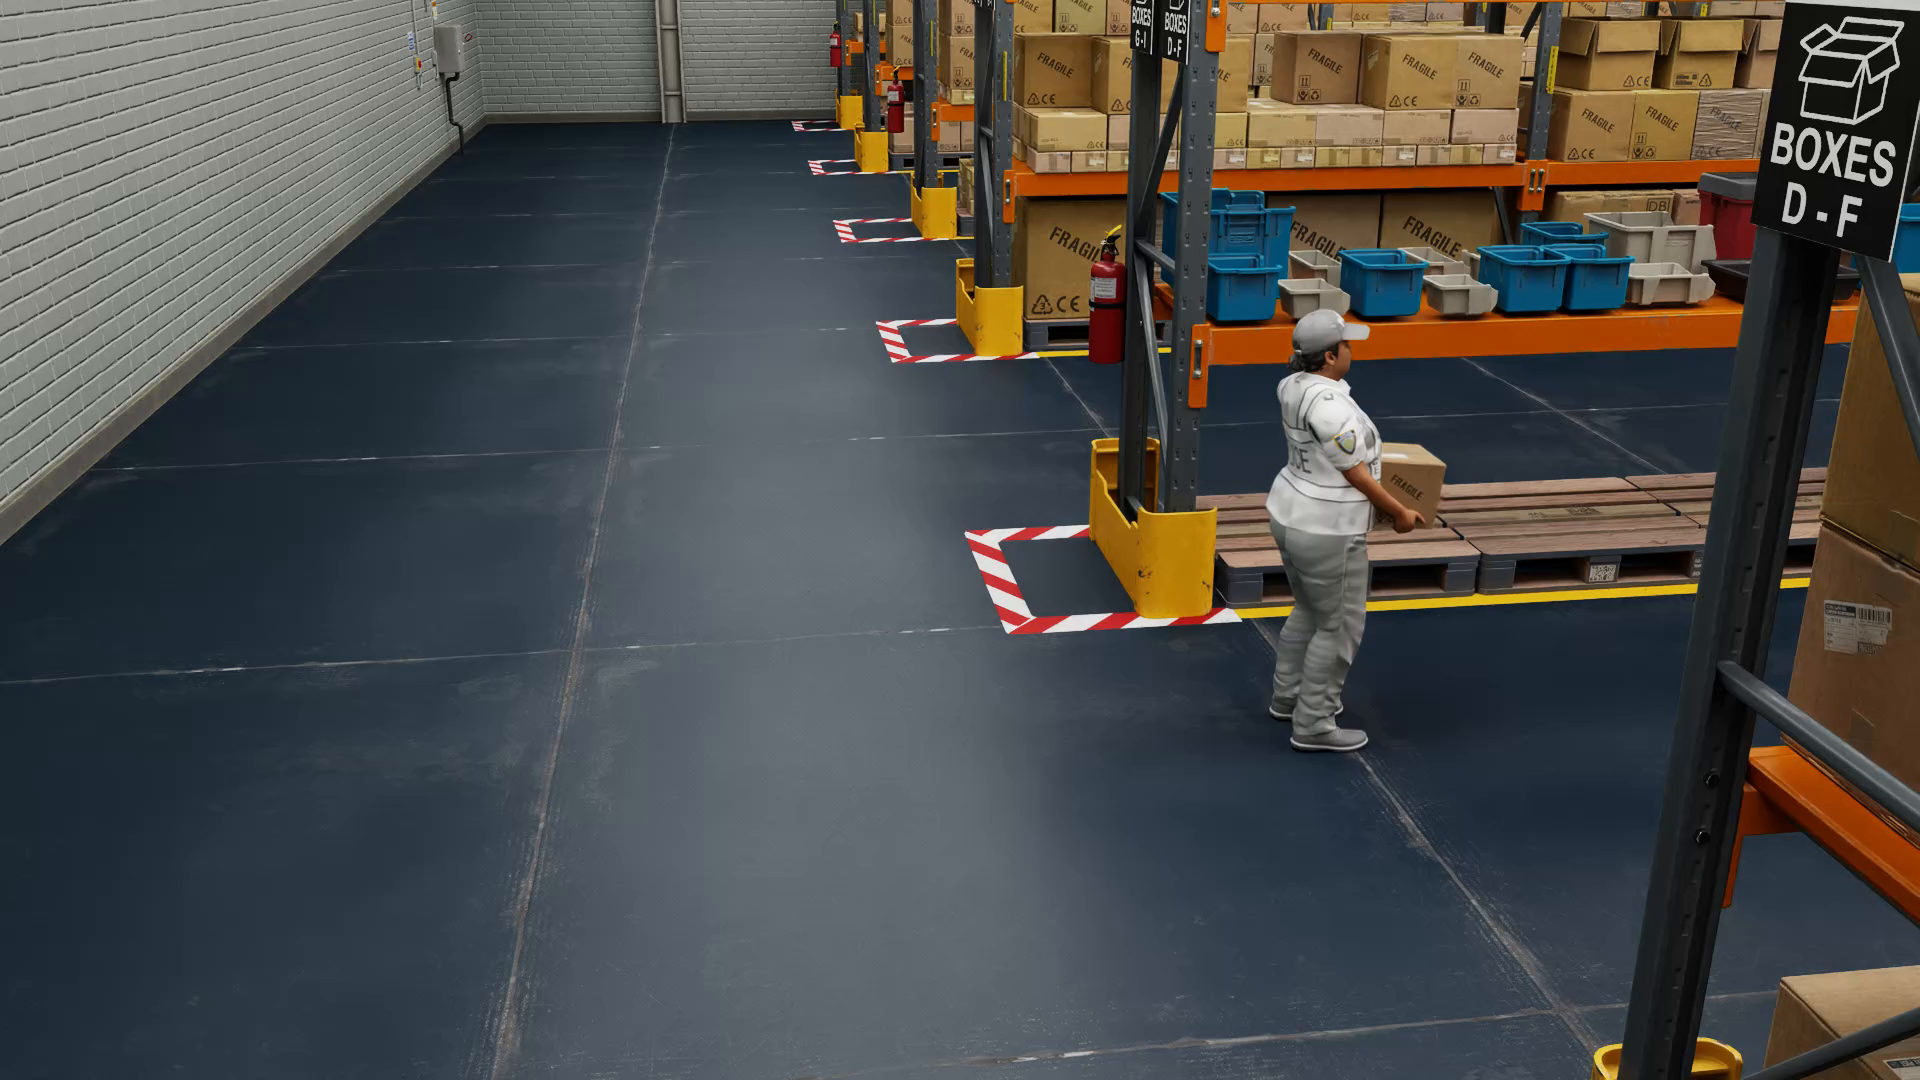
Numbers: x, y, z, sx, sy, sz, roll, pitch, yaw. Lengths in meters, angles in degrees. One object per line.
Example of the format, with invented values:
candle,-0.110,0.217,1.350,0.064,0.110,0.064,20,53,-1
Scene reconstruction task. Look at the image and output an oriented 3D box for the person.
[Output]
person,1.419,-0.043,6.200,0.535,1.653,0.453,-3,20,-8
